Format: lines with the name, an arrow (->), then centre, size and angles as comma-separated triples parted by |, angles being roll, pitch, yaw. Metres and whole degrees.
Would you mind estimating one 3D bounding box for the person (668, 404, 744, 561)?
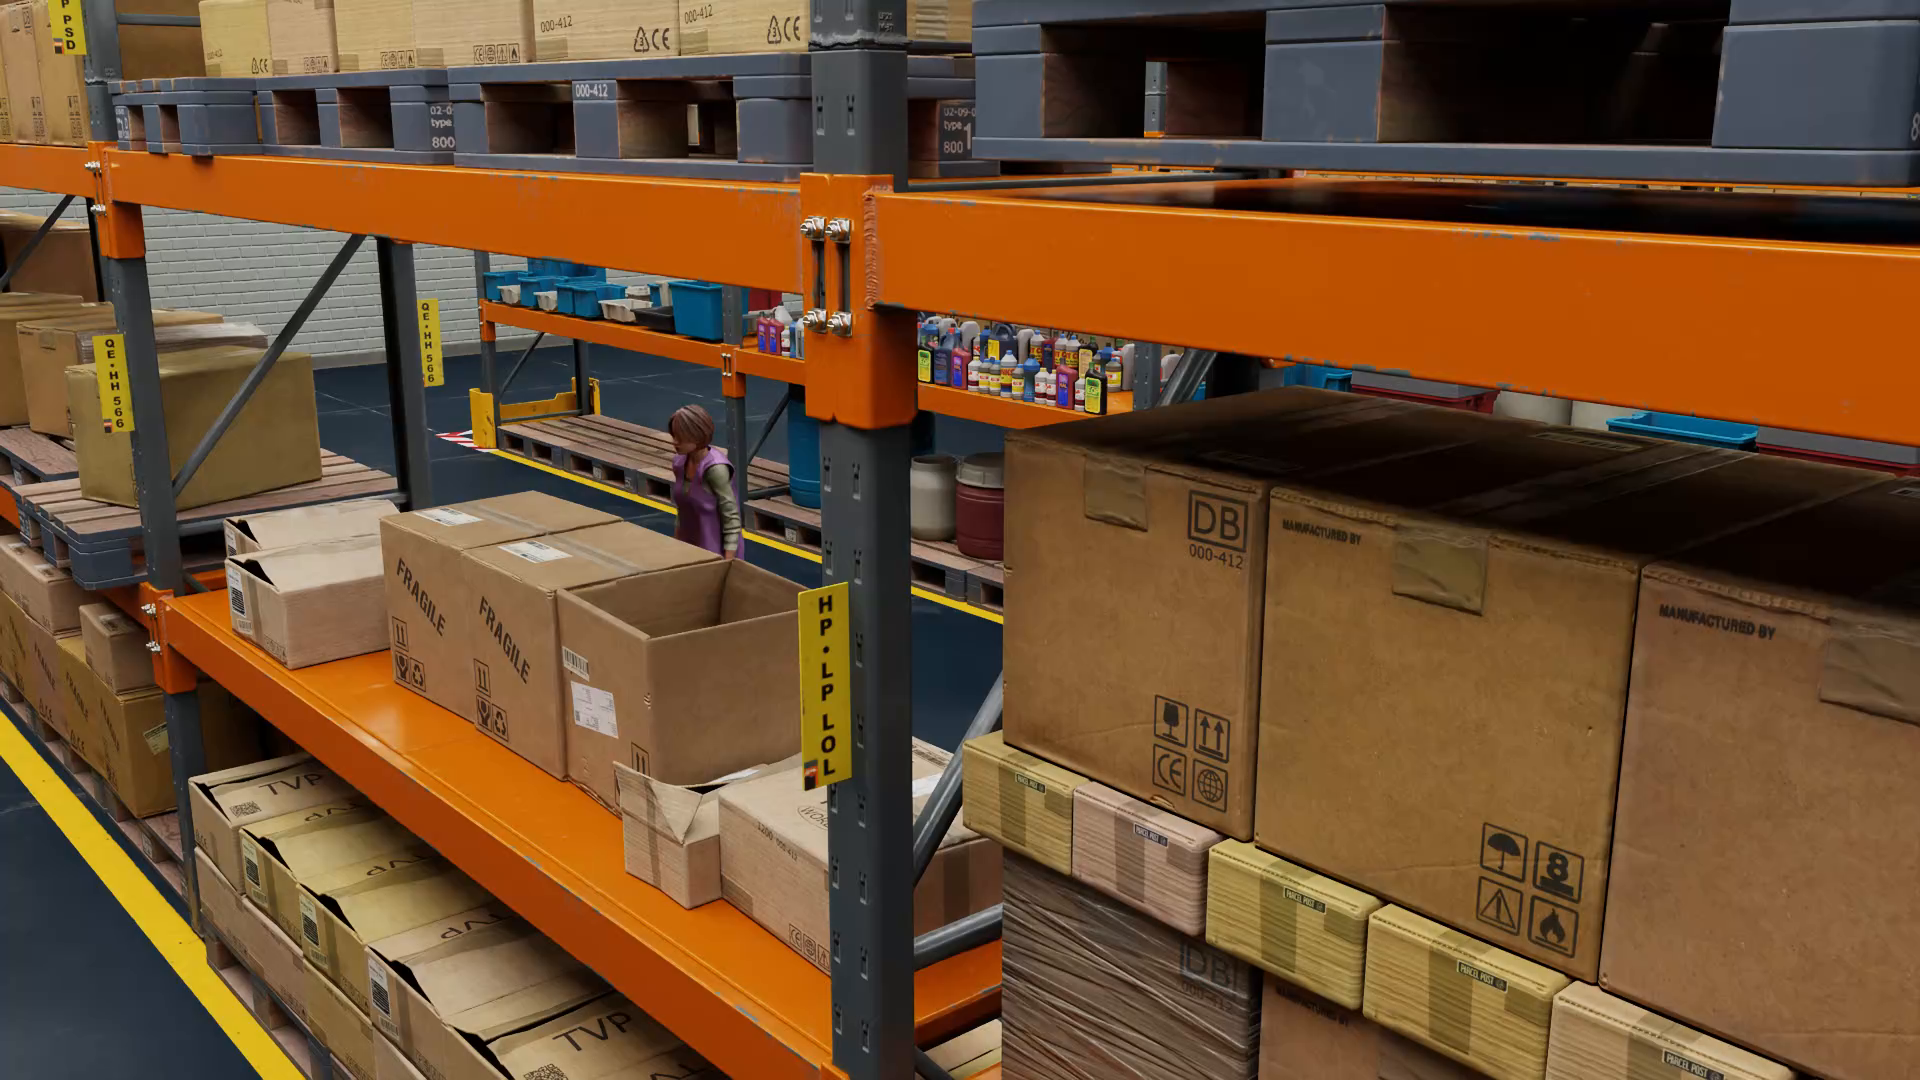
person -> -1.232, 0.126, 8.035 | 0.341, 1.594, 0.482 | -13, 19, -42
